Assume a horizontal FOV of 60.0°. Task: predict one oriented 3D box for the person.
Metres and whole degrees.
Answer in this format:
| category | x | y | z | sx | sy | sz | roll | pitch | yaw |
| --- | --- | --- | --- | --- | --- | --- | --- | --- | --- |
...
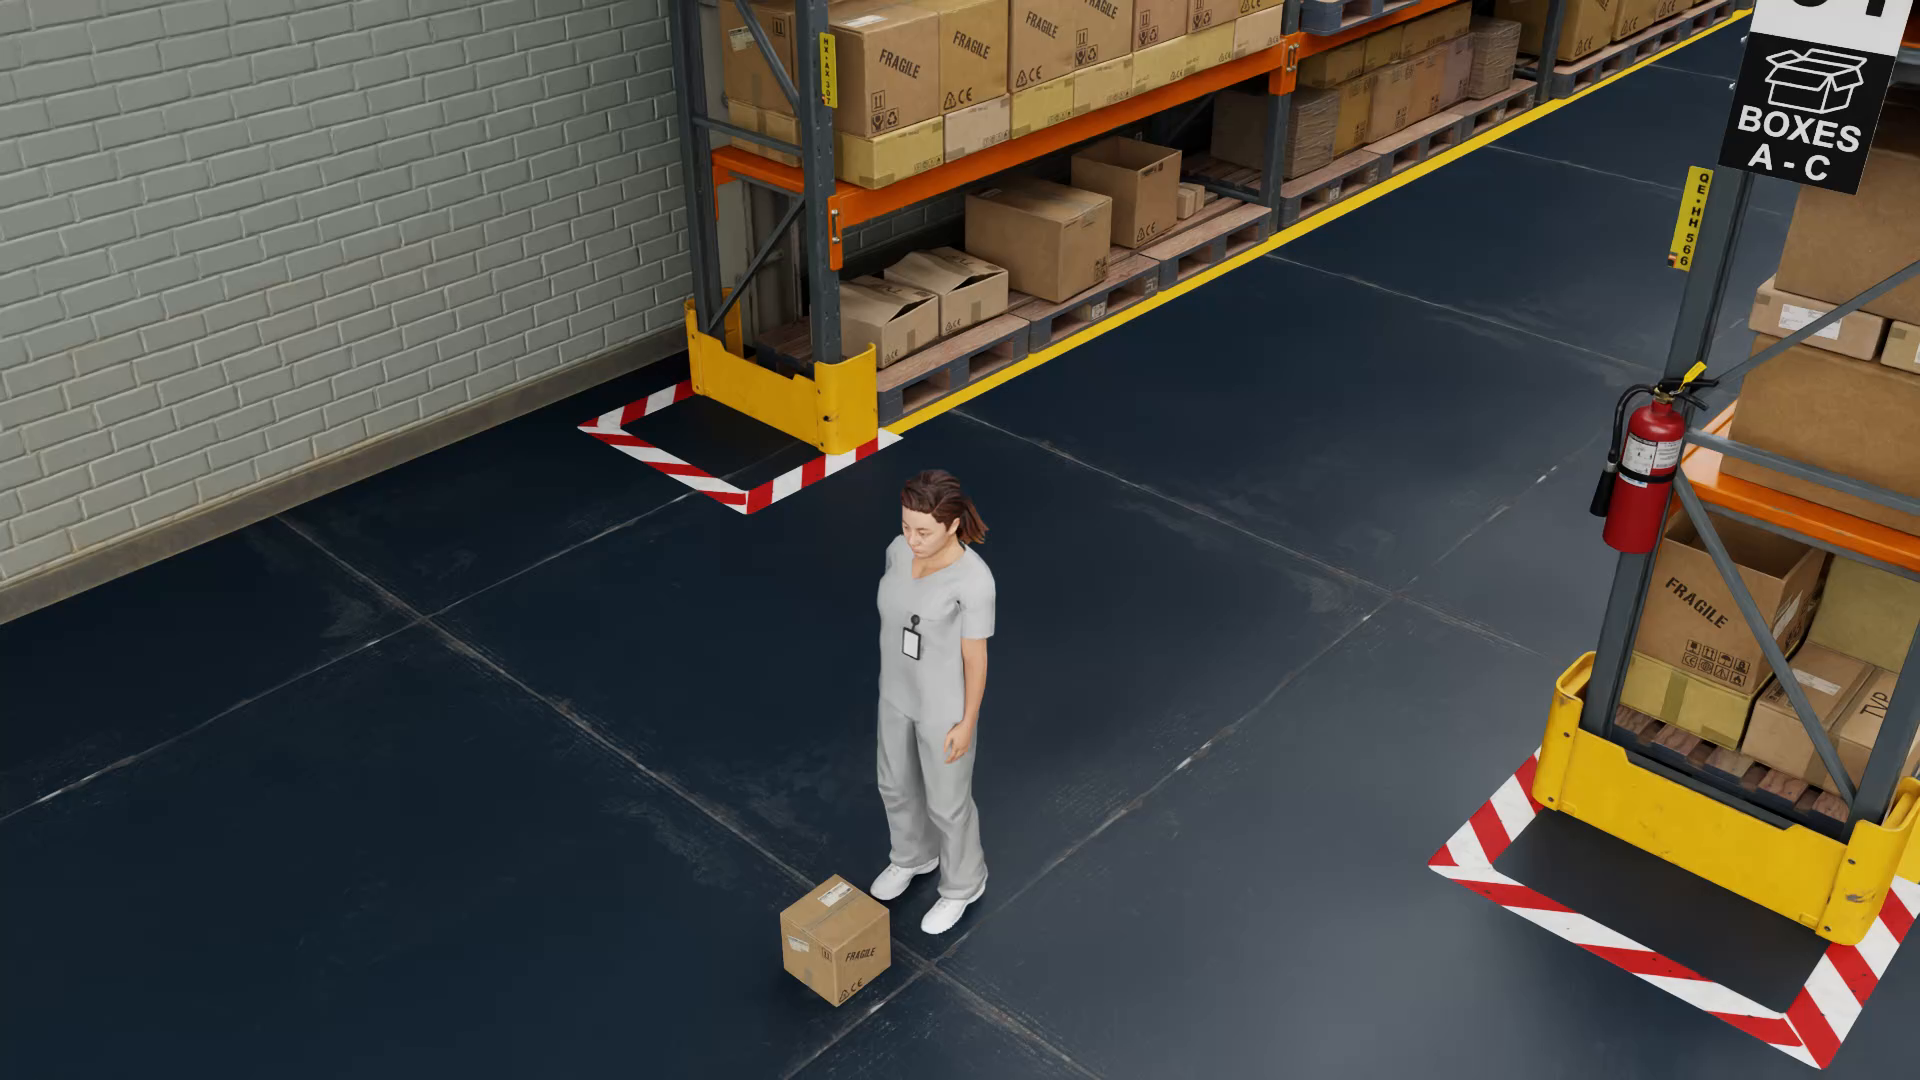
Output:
| category | x | y | z | sx | sy | sz | roll | pitch | yaw |
| --- | --- | --- | --- | --- | --- | --- | --- | --- | --- |
| person | -0.077 | 0.512 | 5.312 | 0.440 | 1.681 | 0.365 | 26 | 40 | 36 |
